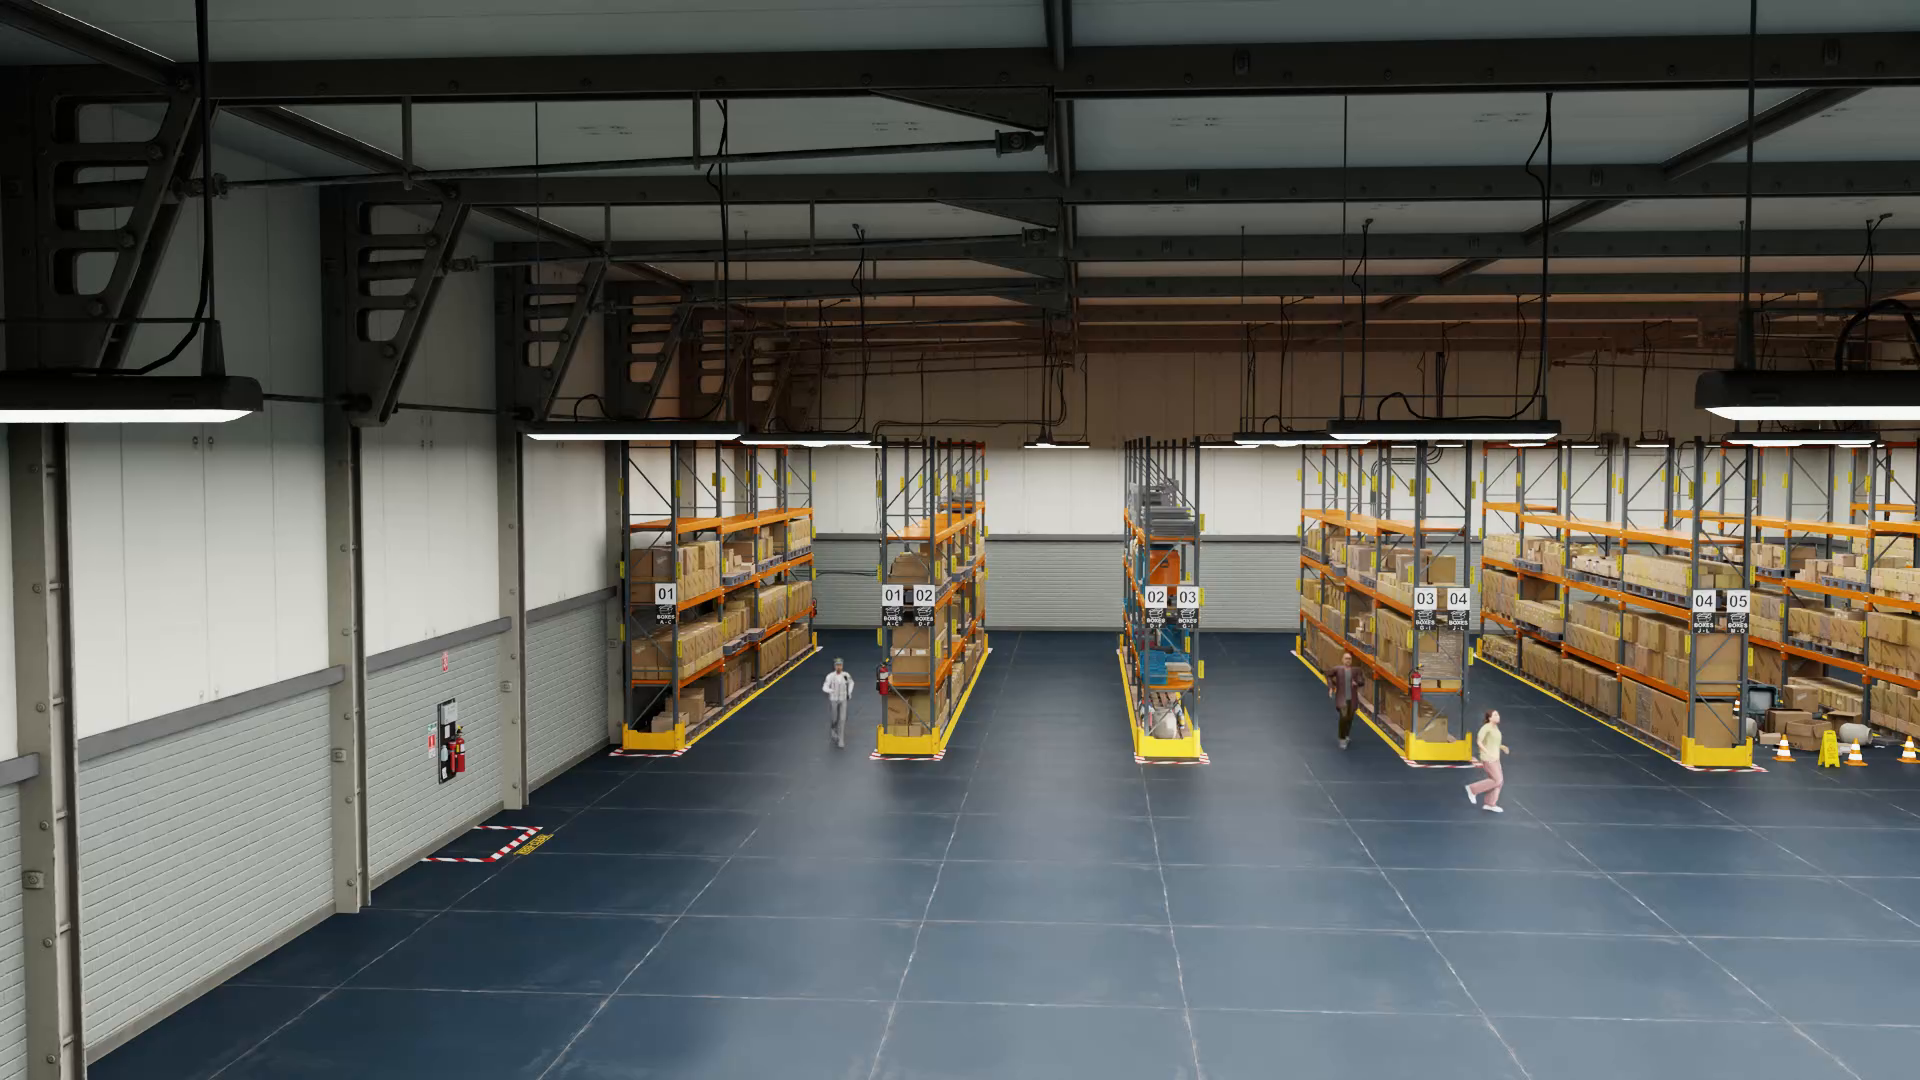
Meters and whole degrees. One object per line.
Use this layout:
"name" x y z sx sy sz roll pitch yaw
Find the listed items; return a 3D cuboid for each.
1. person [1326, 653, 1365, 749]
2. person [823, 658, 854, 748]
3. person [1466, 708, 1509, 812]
"person" 7.491 3.157 32.263 0.669 1.759 0.835 0 3 -3
"person" -2.356 3.130 32.314 0.619 1.690 0.927 -1 3 -10
"person" 8.428 3.493 26.545 0.592 1.639 0.575 2 4 36
